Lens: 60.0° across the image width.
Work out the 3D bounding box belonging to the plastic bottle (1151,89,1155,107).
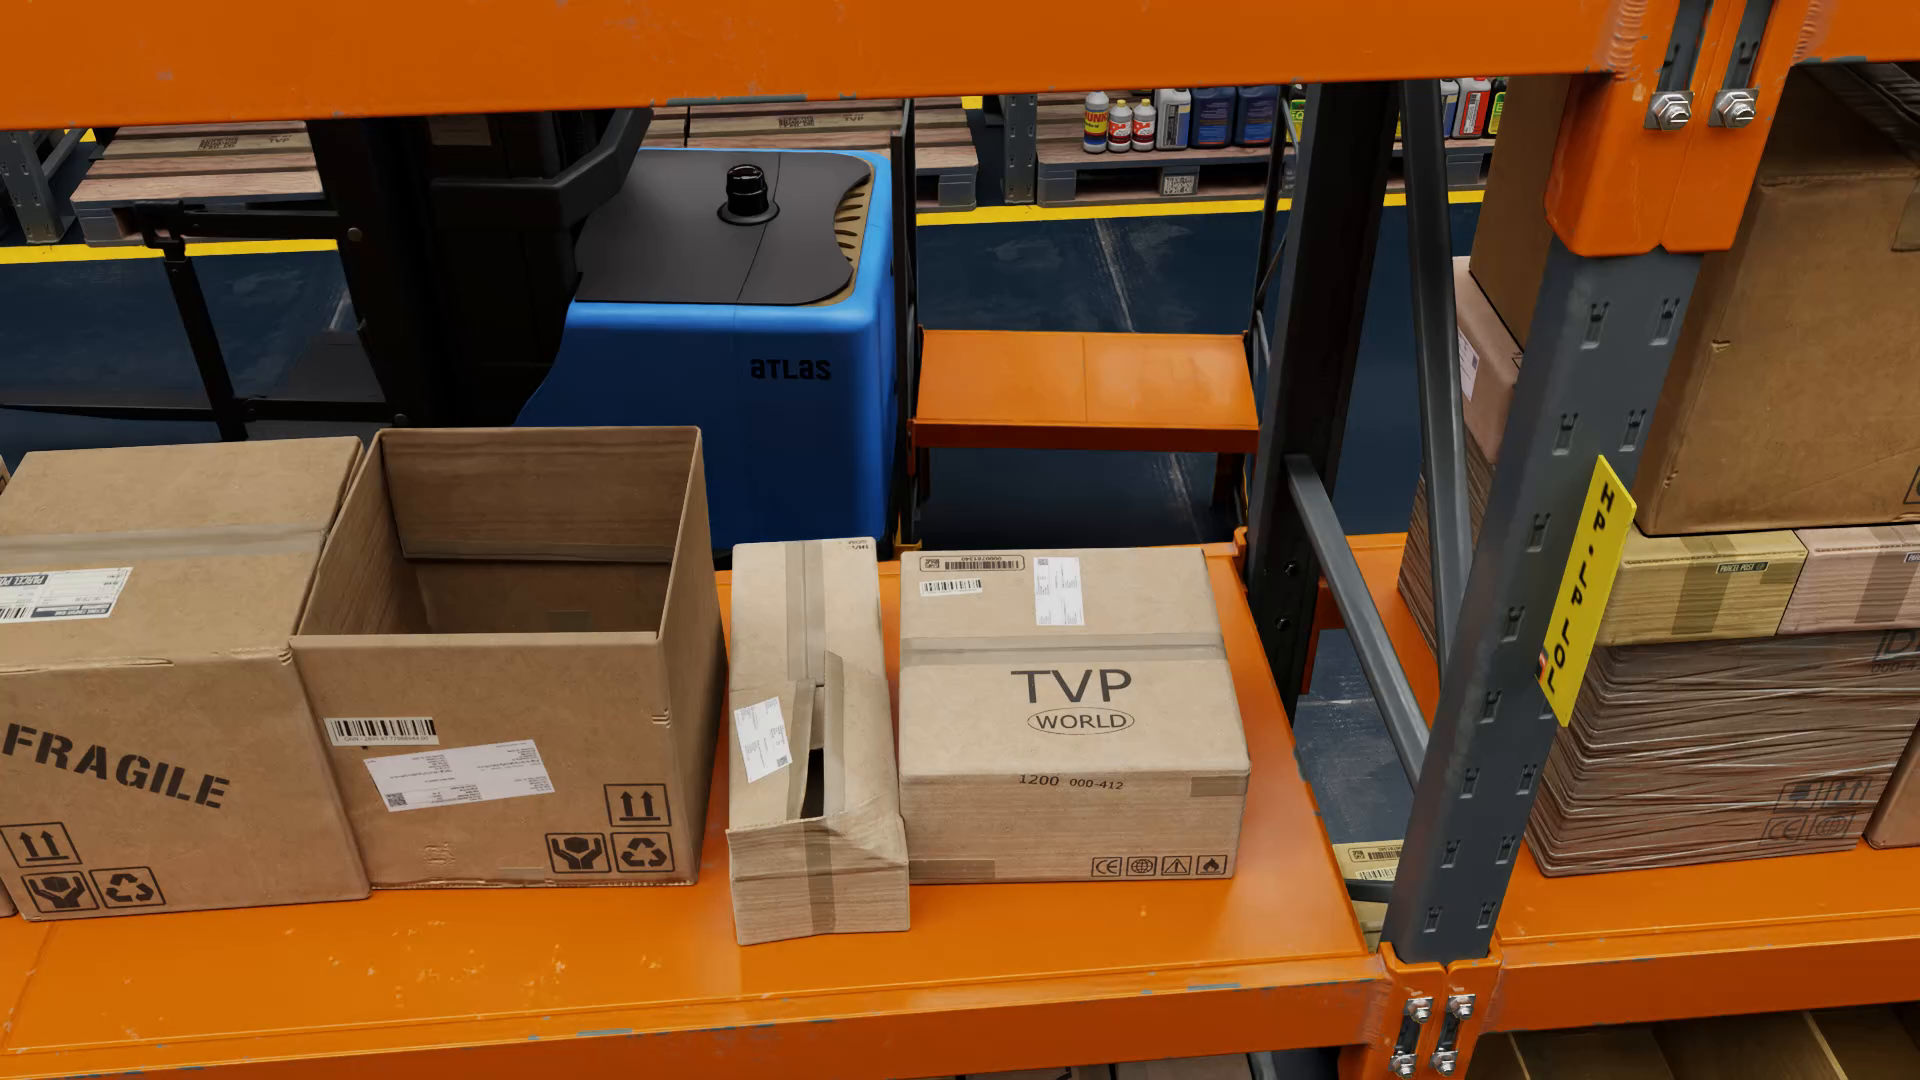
[{"bbox_3d":[0.875,-1.859,7.022,0.133,0.283,0.061,-3,38,-4],"label":"plastic bottle"}]

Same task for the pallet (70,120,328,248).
[{"bbox_3d":[-3.000,-1.610,7.120,1.213,0.211,1.003,-3,38,-4],"label":"pallet"}]

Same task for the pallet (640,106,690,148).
[{"bbox_3d":[-1.788,-1.675,7.202,1.213,0.211,1.003,-3,38,-4],"label":"pallet"}]

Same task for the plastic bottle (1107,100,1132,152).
[{"bbox_3d":[0.667,-1.732,6.928,0.097,0.201,0.097,0,38,0],"label":"plastic bottle"}]

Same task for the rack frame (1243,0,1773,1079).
[{"bbox_3d":[0.644,0.151,2.637,0.127,3.000,1.000,-3,38,-4],"label":"rack frame"}]

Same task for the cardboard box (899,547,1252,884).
[{"bbox_3d":[0.158,0.264,2.615,0.500,0.250,0.500,-1,38,-1],"label":"cardboard box"}]

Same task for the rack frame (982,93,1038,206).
[{"bbox_3d":[0.209,-2.906,6.511,0.127,3.000,1.000,-3,38,-4],"label":"rack frame"}]

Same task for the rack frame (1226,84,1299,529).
[{"bbox_3d":[0.868,-0.537,4.719,0.032,1.500,0.500,1,38,1],"label":"rack frame"}]

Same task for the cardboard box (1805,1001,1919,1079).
[{"bbox_3d":[1.631,0.906,2.955,0.500,0.500,0.500,-3,38,-4],"label":"cardboard box"}]

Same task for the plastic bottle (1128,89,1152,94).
[{"bbox_3d":[0.838,-2.163,7.353,0.185,0.351,0.144,-3,38,-4],"label":"plastic bottle"}]

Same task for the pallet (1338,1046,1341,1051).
[{"bbox_3d":[1.440,1.228,3.523,1.213,0.211,1.003,-3,38,-4],"label":"pallet"}]

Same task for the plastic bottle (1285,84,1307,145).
[{"bbox_3d":[1.406,-1.794,6.940,0.133,0.283,0.061,-2,38,-2],"label":"plastic bottle"}]

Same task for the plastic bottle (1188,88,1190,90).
[{"bbox_3d":[1.037,-1.916,7.039,0.185,0.351,0.144,-3,38,-4],"label":"plastic bottle"}]

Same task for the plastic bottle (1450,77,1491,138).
[{"bbox_3d":[2.149,-1.860,7.030,0.135,0.276,0.152,-3,38,-4],"label":"plastic bottle"}]

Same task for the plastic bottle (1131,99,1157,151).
[{"bbox_3d":[0.768,-1.738,6.935,0.097,0.201,0.097,0,38,0],"label":"plastic bottle"}]

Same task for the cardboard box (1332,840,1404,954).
[{"bbox_3d":[1.087,0.905,3.562,0.500,0.250,0.500,-3,38,-4],"label":"cardboard box"}]

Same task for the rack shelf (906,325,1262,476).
[{"bbox_3d":[0.360,-0.406,4.844,1.000,0.185,0.538,1,38,1],"label":"rack shelf"}]

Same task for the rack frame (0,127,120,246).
[{"bbox_3d":[-3.775,-2.686,6.233,0.127,3.000,1.000,-3,38,-4],"label":"rack frame"}]

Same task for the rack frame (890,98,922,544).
[{"bbox_3d":[-0.148,-0.557,4.746,0.032,1.500,0.500,1,38,1],"label":"rack frame"}]

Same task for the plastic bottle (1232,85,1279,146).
[{"bbox_3d":[1.238,-1.837,6.940,0.185,0.351,0.144,-5,39,-6],"label":"plastic bottle"}]

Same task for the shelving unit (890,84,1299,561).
[{"bbox_3d":[0.351,-0.547,4.733,1.083,1.500,0.587,1,38,1],"label":"shelving unit"}]

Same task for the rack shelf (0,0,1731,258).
[{"bbox_3d":[-1.348,-0.635,1.792,4.000,0.370,1.077,-3,38,-4],"label":"rack shelf"}]

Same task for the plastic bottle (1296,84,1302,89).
[{"bbox_3d":[1.381,-1.837,7.004,0.097,0.271,0.097,0,38,0],"label":"plastic bottle"}]

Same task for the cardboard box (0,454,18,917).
[{"bbox_3d":[-1.670,0.229,2.458,0.500,0.500,0.500,-5,39,-6],"label":"cardboard box"}]

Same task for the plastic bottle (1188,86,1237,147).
[{"bbox_3d":[1.050,-1.827,6.927,0.185,0.351,0.144,-2,38,-3],"label":"plastic bottle"}]

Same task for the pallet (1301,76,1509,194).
[{"bbox_3d":[2.100,-1.891,7.476,1.213,0.211,1.003,-3,38,-4],"label":"pallet"}]

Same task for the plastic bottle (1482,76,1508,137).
[{"bbox_3d":[2.288,-1.842,7.001,0.133,0.283,0.061,-2,38,-3],"label":"plastic bottle"}]

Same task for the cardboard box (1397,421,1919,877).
[{"bbox_3d":[1.086,0.083,2.642,0.500,0.500,0.700,-4,38,-5],"label":"cardboard box"}]

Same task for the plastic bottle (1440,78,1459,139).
[{"bbox_3d":[2.011,-1.853,7.020,0.135,0.276,0.152,-4,38,-5],"label":"plastic bottle"}]

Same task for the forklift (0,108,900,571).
[{"bbox_3d":[-1.703,-1.222,4.432,3.031,2.935,1.130,1,38,2],"label":"forklift"}]

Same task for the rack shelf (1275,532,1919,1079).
[{"bbox_3d":[2.636,0.324,2.999,4.000,0.370,1.077,-3,38,-4],"label":"rack shelf"}]

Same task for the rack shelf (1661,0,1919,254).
[{"bbox_3d":[2.636,-0.854,2.070,4.000,0.370,1.077,-3,38,-4],"label":"rack shelf"}]

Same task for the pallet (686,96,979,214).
[{"bbox_3d":[-0.570,-1.744,7.290,1.213,0.211,1.003,-3,38,-4],"label":"pallet"}]

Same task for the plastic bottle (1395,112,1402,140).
[{"bbox_3d":[1.847,-1.870,6.982,0.185,0.351,0.144,-2,38,-2],"label":"plastic bottle"}]

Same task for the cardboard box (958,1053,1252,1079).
[{"bbox_3d":[0.266,1.044,2.933,0.500,0.311,0.500,-3,38,-4],"label":"cardboard box"}]

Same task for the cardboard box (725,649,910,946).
[{"bbox_3d":[-0.215,0.365,2.474,0.258,0.266,0.396,-4,38,-5],"label":"cardboard box"}]

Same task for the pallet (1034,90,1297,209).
[{"bbox_3d":[0.882,-1.822,7.389,1.213,0.211,1.003,-3,38,-4],"label":"pallet"}]

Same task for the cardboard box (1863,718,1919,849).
[{"bbox_3d":[1.610,0.050,2.684,0.500,0.500,0.700,-4,38,-4],"label":"cardboard box"}]

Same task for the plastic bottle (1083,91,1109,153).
[{"bbox_3d":[0.565,-1.754,6.899,0.097,0.271,0.097,0,38,0],"label":"plastic bottle"}]

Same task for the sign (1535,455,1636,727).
[{"bbox_3d":[0.702,0.062,1.879,0.005,0.325,0.100,-3,38,-4],"label":"sign"}]

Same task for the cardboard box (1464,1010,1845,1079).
[{"bbox_3d":[1.134,0.939,2.914,0.500,0.500,0.500,-3,38,-4],"label":"cardboard box"}]

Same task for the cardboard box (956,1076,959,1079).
[{"bbox_3d":[0.257,1.267,3.103,0.500,0.250,0.500,-3,38,-4],"label":"cardboard box"}]

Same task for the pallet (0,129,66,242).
[{"bbox_3d":[-4.557,-1.522,7.009,1.213,0.211,1.003,-3,38,-4],"label":"pallet"}]

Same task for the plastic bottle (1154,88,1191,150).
[{"bbox_3d":[0.885,-1.791,6.942,0.135,0.276,0.152,-2,38,-2],"label":"plastic bottle"}]

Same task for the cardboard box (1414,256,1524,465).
[{"bbox_3d":[0.896,-0.290,2.592,0.250,0.149,0.380,-3,38,-4],"label":"cardboard box"}]

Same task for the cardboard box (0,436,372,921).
[{"bbox_3d":[-1.146,0.200,2.494,0.500,0.500,0.500,-3,38,-4],"label":"cardboard box"}]

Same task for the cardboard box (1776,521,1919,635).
[{"bbox_3d":[1.179,-0.052,2.290,0.250,0.149,0.380,-3,38,-3],"label":"cardboard box"}]

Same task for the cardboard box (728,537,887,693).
[{"bbox_3d":[-0.257,0.172,2.813,0.250,0.149,0.380,-3,38,-4],"label":"cardboard box"}]

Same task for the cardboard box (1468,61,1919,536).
[{"bbox_3d":[1.086,-0.426,2.240,0.500,0.500,0.700,-3,38,-4],"label":"cardboard box"}]

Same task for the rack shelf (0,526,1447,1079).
[{"bbox_3d":[-1.348,0.543,2.721,4.000,0.370,1.077,-3,38,-4],"label":"rack shelf"}]

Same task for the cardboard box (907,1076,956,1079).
[{"bbox_3d":[-0.252,1.077,2.892,0.500,0.311,0.500,-2,38,-3],"label":"cardboard box"}]

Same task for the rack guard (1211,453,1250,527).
[{"bbox_3d":[0.849,-0.046,5.107,0.087,0.250,0.587,1,38,1],"label":"rack guard"}]

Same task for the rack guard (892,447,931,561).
[{"bbox_3d":[-0.147,-0.067,5.133,0.087,0.250,0.587,1,38,1],"label":"rack guard"}]

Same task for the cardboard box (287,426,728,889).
[{"bbox_3d":[-0.647,0.173,2.529,0.500,0.500,0.500,-1,38,-1],"label":"cardboard box"}]

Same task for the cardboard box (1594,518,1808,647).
[{"bbox_3d":[0.929,-0.038,2.273,0.250,0.149,0.380,-3,38,-4],"label":"cardboard box"}]
